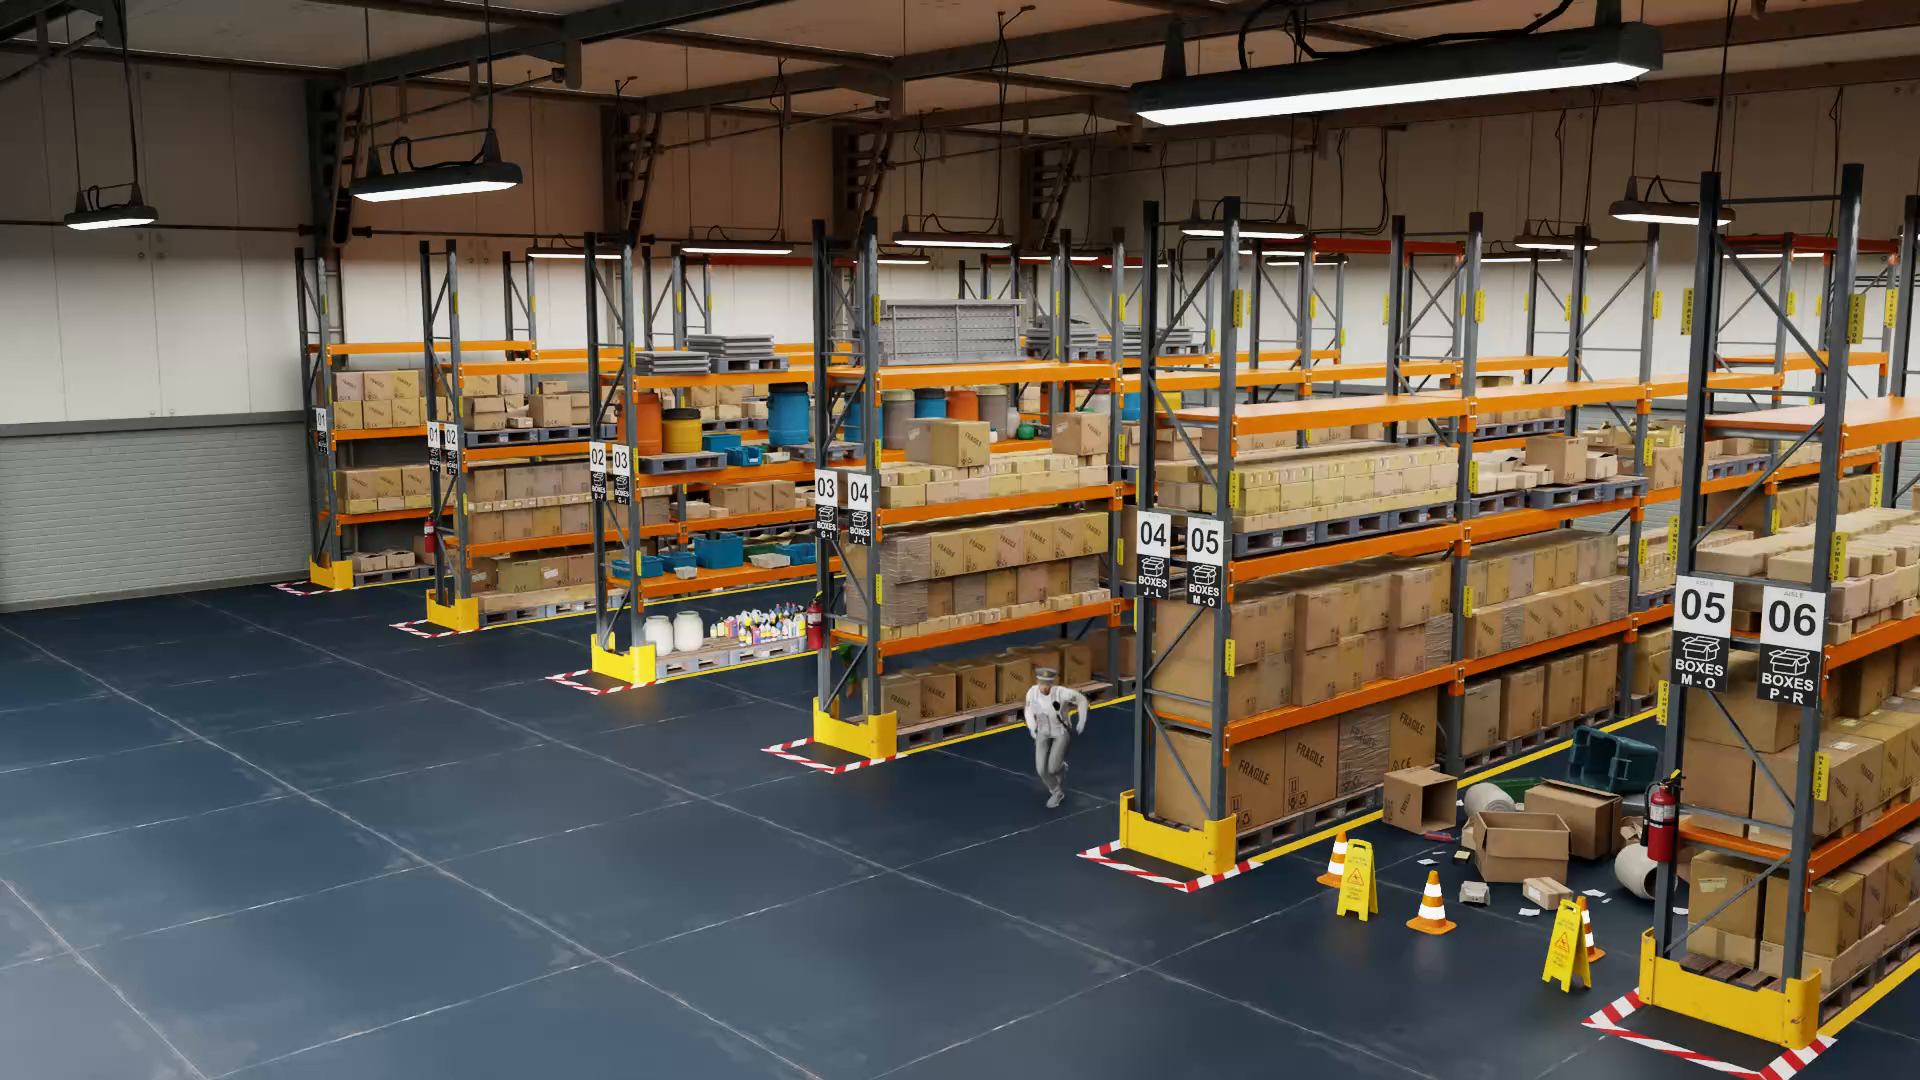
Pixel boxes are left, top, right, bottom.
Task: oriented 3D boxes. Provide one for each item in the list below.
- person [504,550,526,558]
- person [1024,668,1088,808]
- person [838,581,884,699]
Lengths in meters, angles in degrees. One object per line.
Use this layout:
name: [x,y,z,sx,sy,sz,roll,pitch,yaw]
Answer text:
person: [-7.587,0.094,28.723,0.674,1.832,0.785,7,11,39]
person: [0.963,1.991,16.782,0.621,1.518,0.751,3,9,19]
person: [-1.267,1.154,21.527,0.638,1.758,0.948,4,9,26]
